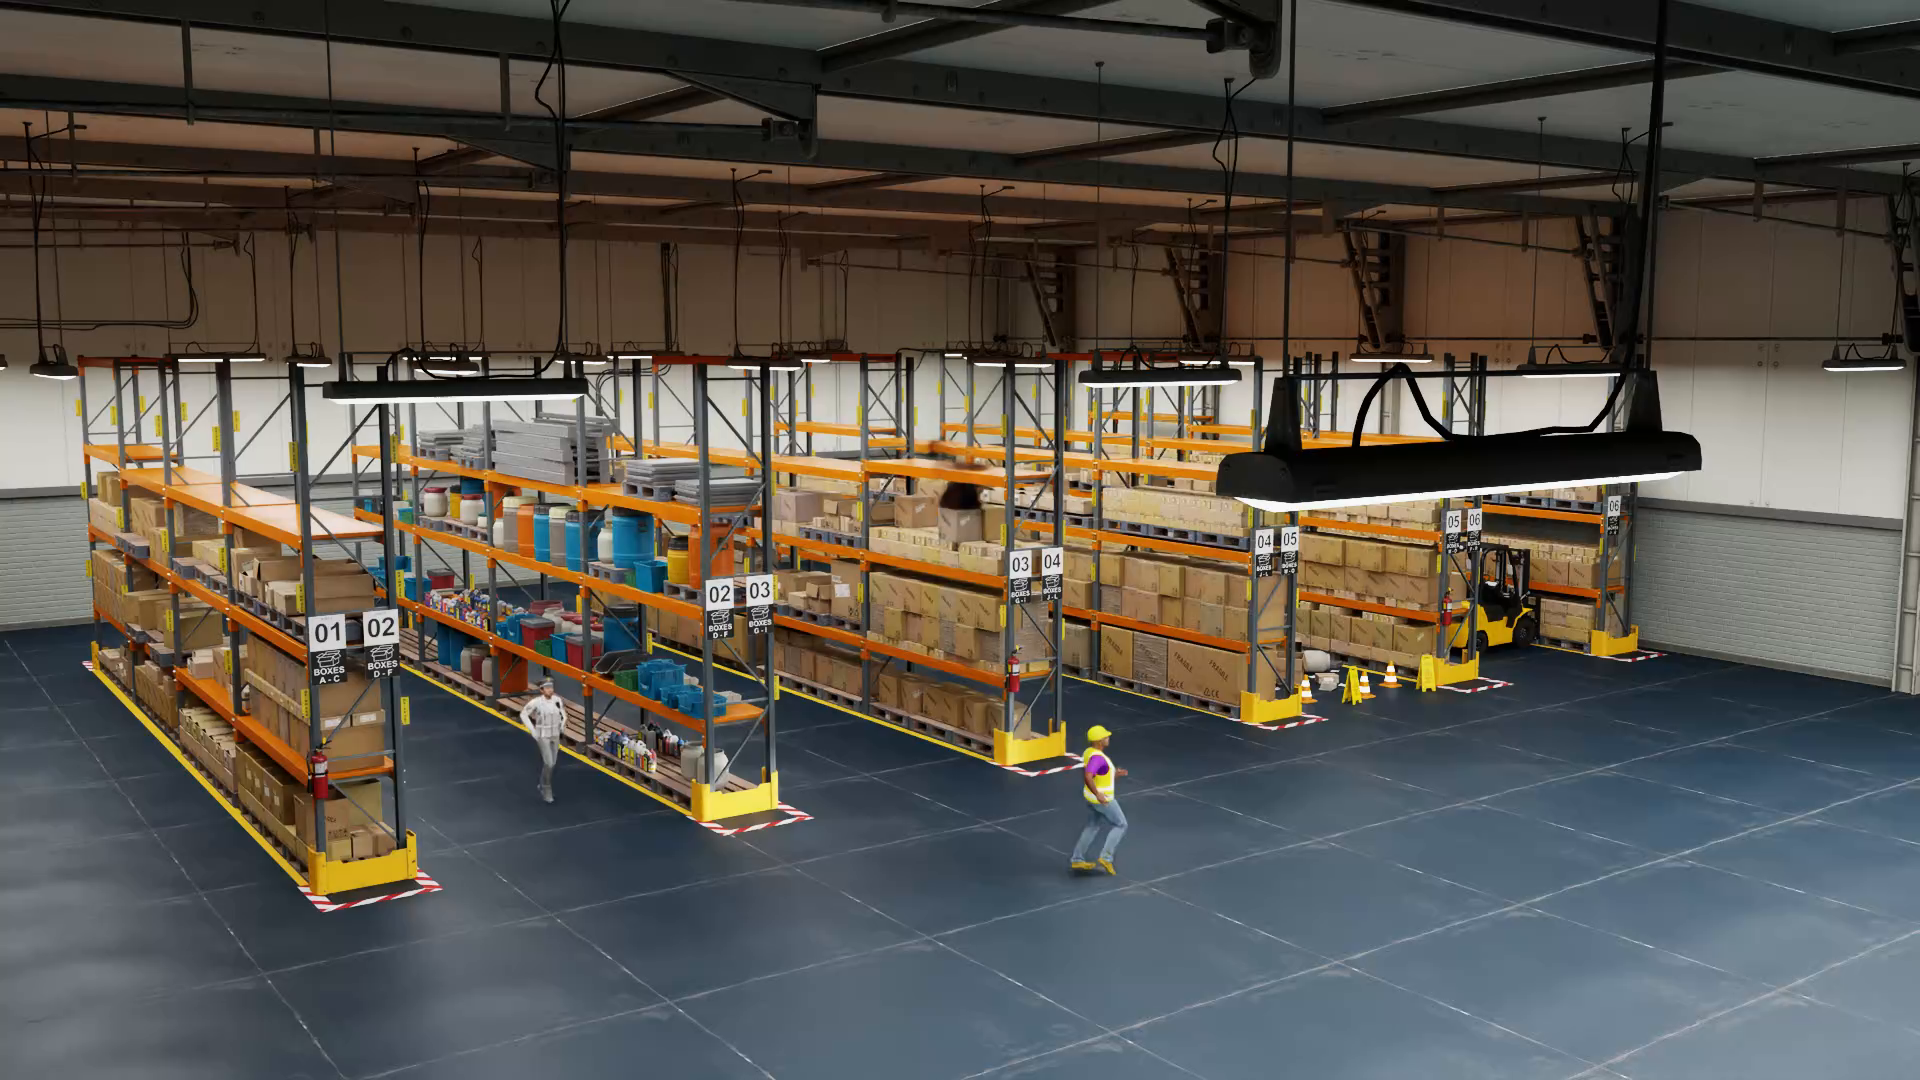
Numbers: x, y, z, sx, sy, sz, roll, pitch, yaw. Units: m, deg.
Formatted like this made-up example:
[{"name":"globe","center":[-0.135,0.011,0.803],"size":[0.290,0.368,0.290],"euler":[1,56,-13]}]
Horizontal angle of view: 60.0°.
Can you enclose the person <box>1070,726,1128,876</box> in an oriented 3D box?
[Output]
[{"name":"person","center":[1.669,3.083,19.662],"size":[0.728,1.801,0.670],"euler":[-2,7,-17]}]

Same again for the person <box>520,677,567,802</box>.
[{"name":"person","center":[-5.670,2.746,22.876],"size":[0.603,1.756,0.610],"euler":[-6,9,-43]}]
